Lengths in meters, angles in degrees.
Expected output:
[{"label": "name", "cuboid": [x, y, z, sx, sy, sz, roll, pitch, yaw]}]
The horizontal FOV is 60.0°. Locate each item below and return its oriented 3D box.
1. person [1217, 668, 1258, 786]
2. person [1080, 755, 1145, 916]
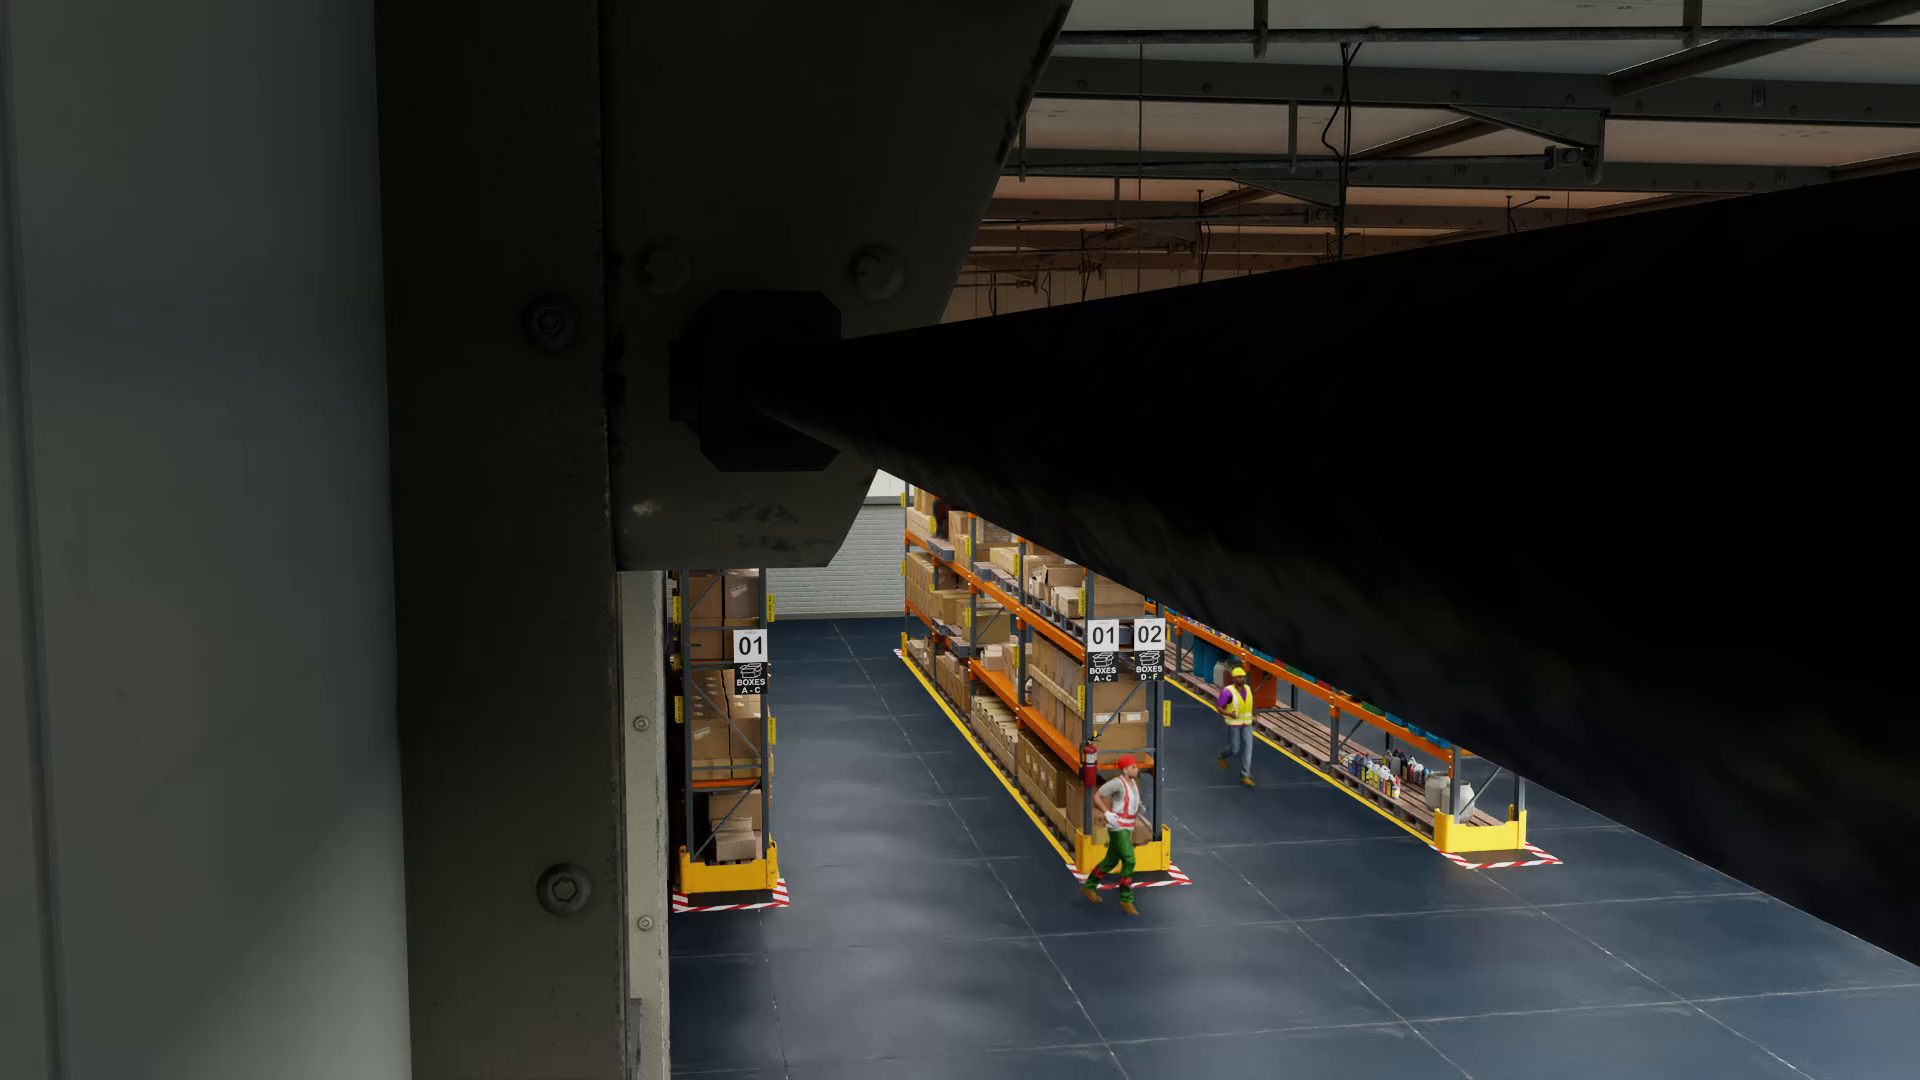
[{"label": "person", "cuboid": [4.257, 2.818, 25.421, 0.699, 1.751, 0.923, -2, 6, -20]}, {"label": "person", "cuboid": [1.853, 3.433, 19.610, 0.790, 1.833, 0.681, 3, 7, 26]}]
